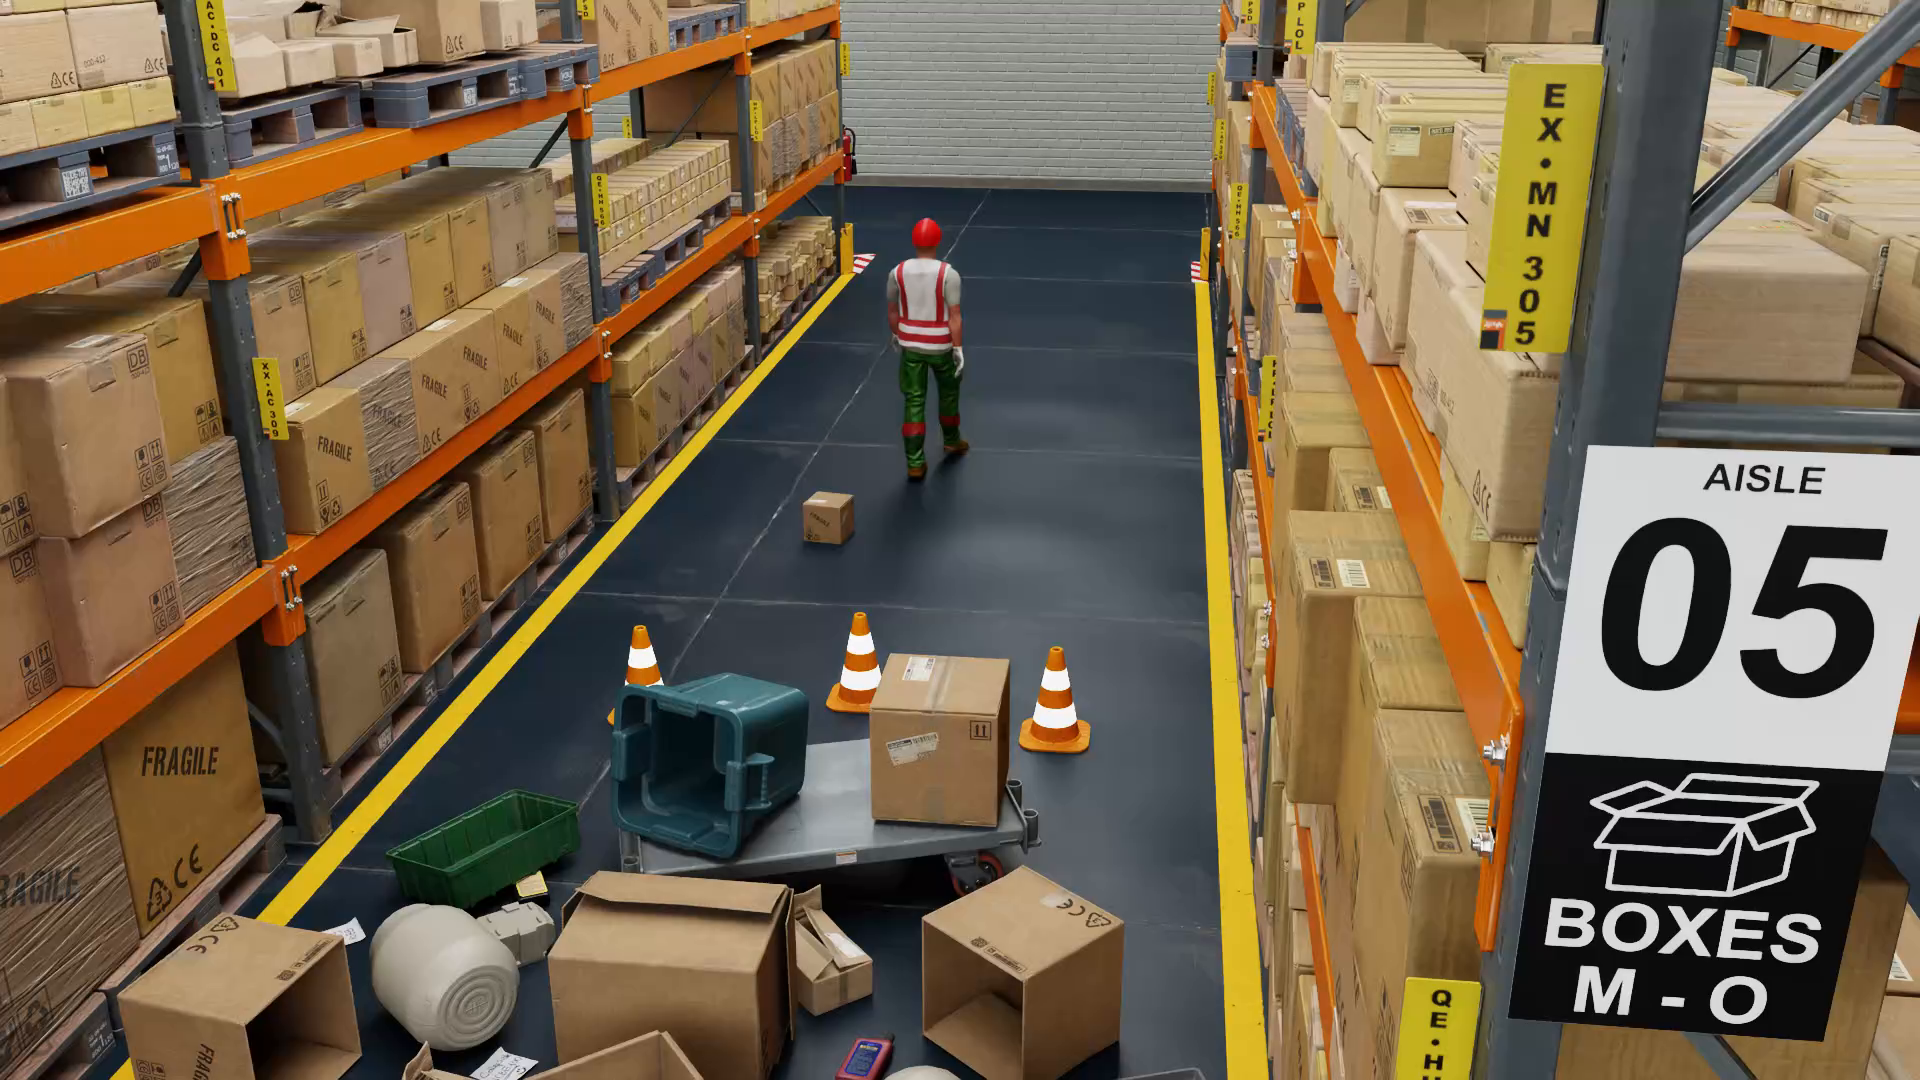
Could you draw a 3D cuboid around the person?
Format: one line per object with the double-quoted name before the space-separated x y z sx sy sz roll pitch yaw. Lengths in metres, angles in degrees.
"person" -0.211 -1.391 11.636 0.570 1.760 0.894 4 21 10
